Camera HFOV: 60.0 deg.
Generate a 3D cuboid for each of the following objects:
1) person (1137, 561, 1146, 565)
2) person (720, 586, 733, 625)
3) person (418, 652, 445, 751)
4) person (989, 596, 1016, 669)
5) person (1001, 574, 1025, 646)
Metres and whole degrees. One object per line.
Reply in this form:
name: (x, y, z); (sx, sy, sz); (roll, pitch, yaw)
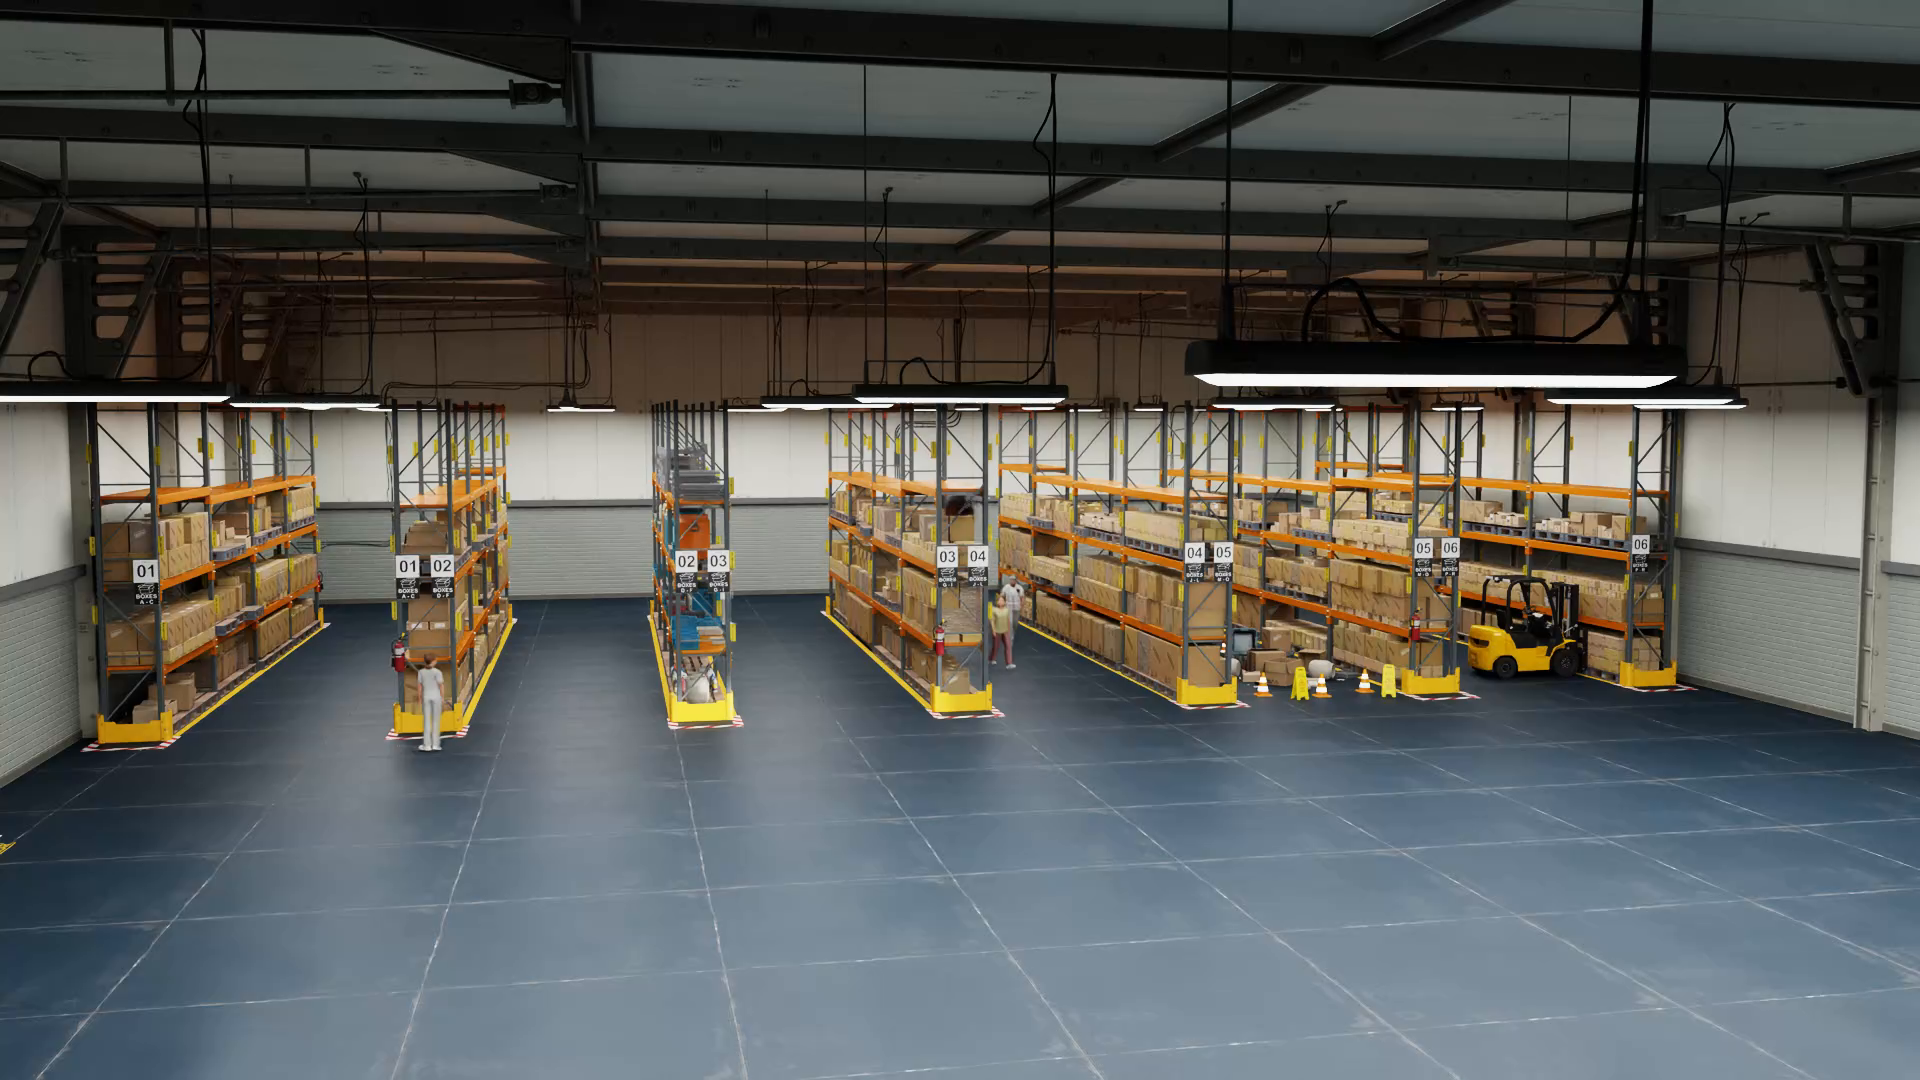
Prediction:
person: (4.977, 1.403, 46.310); (0.605, 1.670, 0.522); (-1, 5, -17)
person: (-6.411, 1.424, 45.315); (0.651, 1.788, 0.604); (2, 5, 23)
person: (-9.011, 2.760, 28.351); (0.487, 1.697, 0.378); (0, 4, 4)
person: (0.936, 2.081, 37.556); (0.527, 1.615, 1.001); (-2, 5, -24)
person: (1.328, 1.741, 41.678); (0.587, 1.788, 0.947); (-1, 4, -10)
